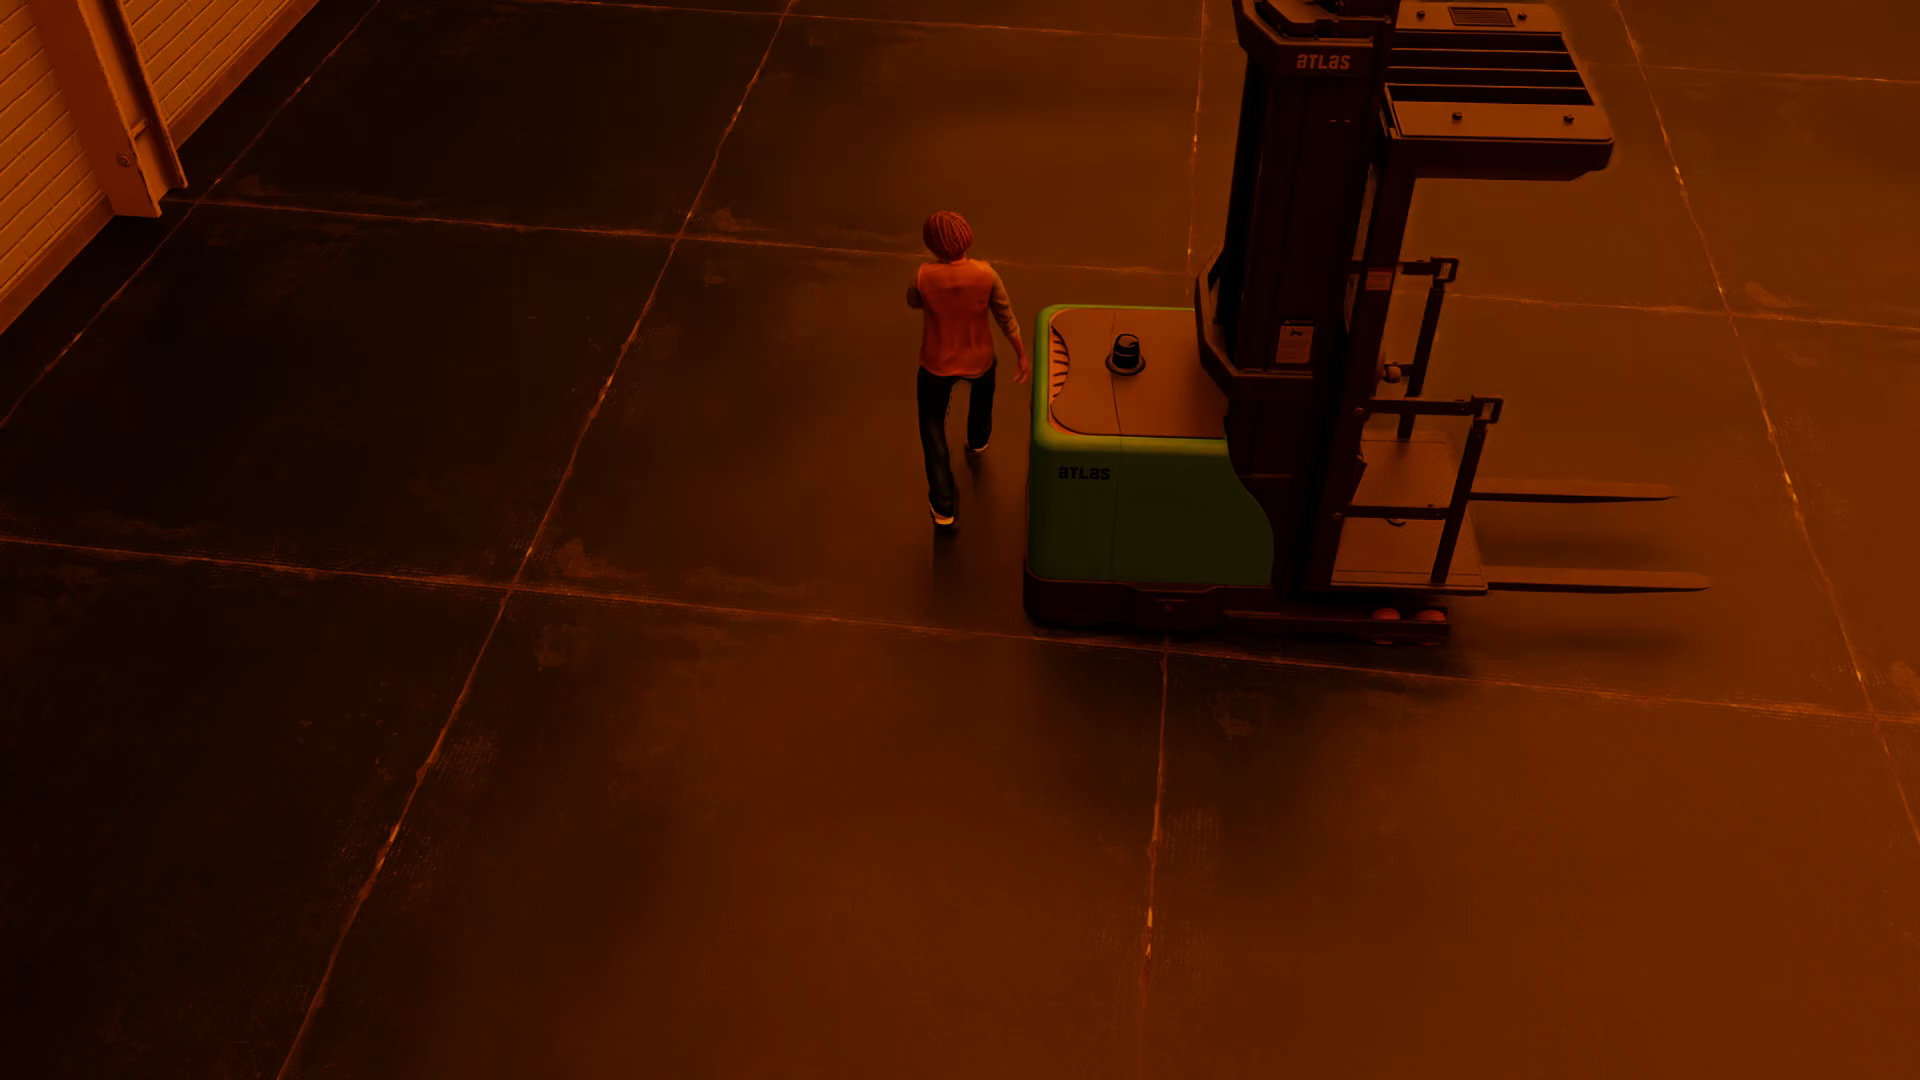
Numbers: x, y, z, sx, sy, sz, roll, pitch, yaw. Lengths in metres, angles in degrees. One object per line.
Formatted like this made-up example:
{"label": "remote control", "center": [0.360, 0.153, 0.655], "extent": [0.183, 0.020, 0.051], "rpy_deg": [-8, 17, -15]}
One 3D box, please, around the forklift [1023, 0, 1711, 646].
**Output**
{"label": "forklift", "center": [1.818, -0.982, 6.793], "extent": [3.031, 2.935, 1.130], "rpy_deg": [2, 43, 2]}

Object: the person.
{"label": "person", "center": [0.036, -0.886, 7.729], "extent": [0.544, 1.527, 0.823], "rpy_deg": [-6, 43, -6]}
